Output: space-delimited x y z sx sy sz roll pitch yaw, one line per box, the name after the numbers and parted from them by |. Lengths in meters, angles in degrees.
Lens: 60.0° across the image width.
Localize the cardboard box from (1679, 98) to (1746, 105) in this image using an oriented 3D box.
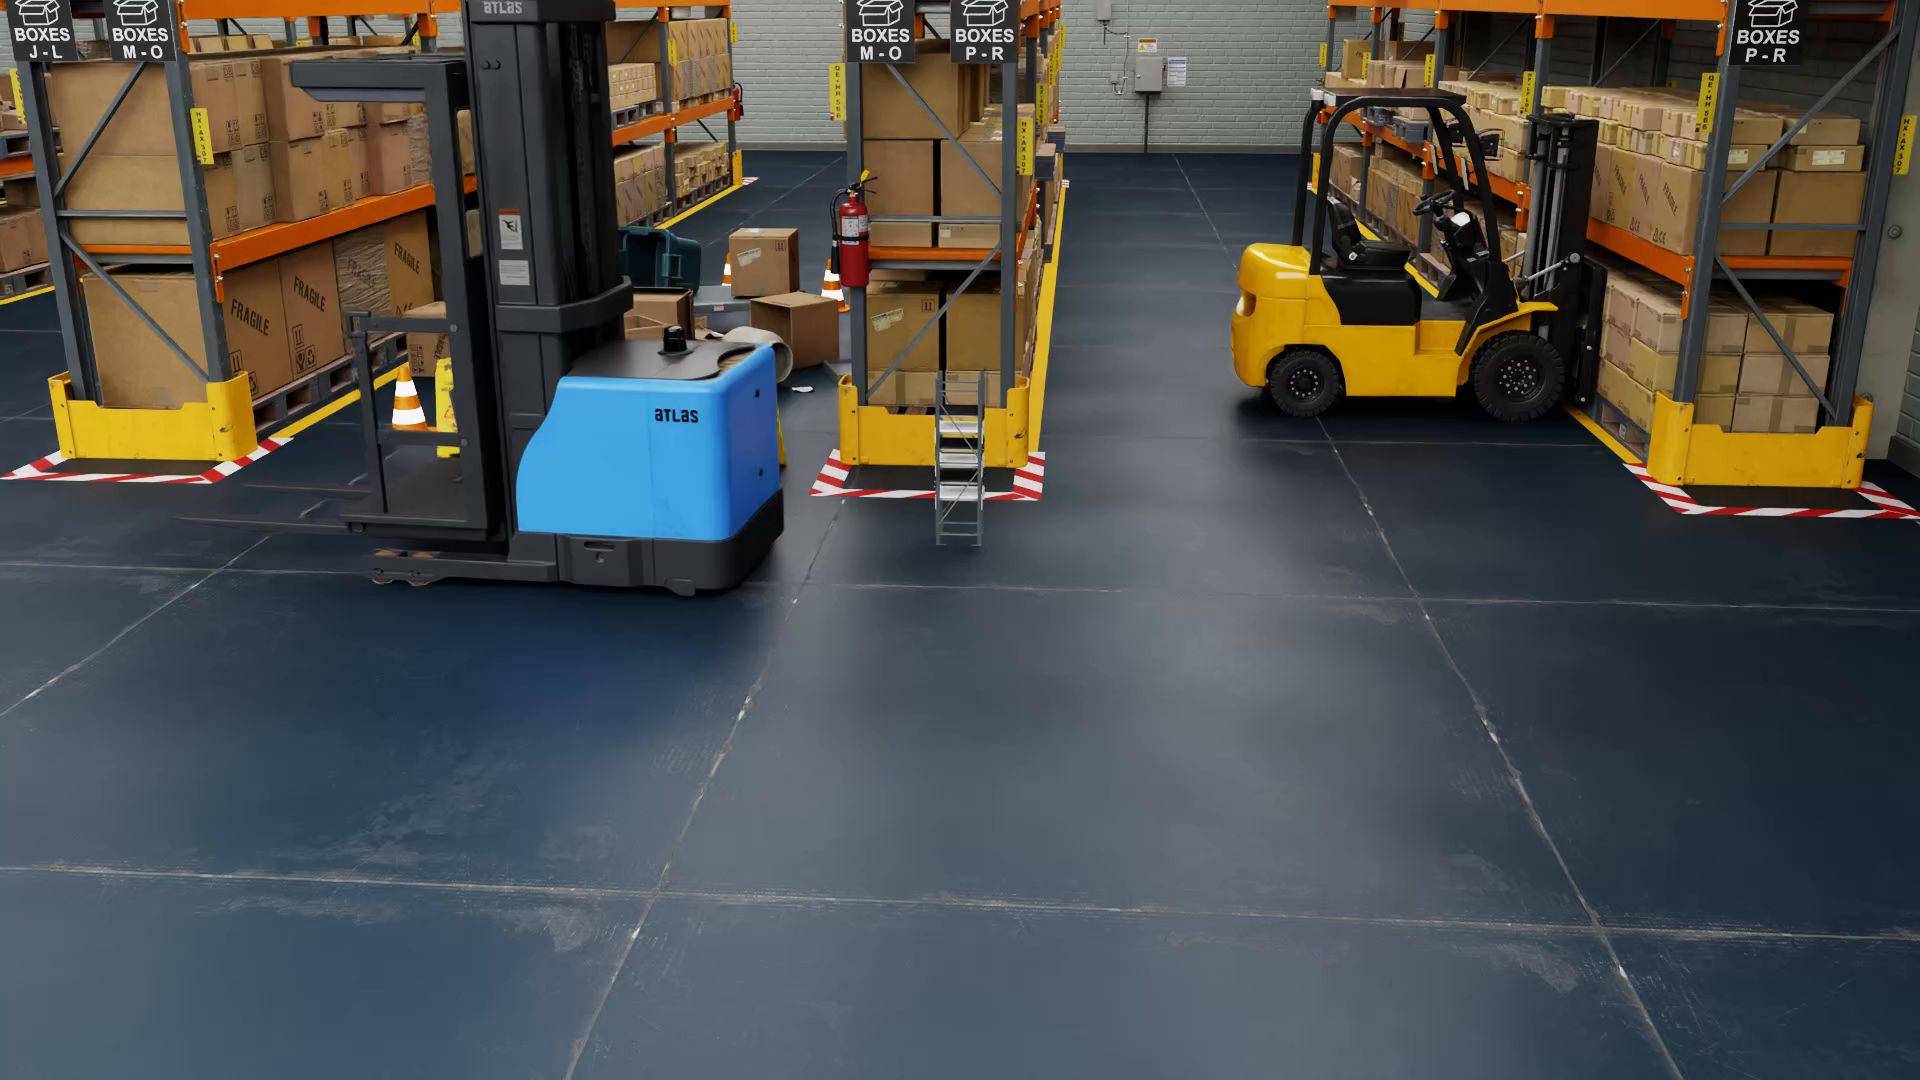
5.179 -2.962 11.465 0.380 0.149 0.250 2 18 5 | cardboard box

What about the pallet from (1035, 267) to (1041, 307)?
0.262 -2.452 16.067 1.003 0.211 1.213 1 18 4 | pallet

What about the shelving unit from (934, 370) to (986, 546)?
0.001 -0.430 8.791 0.258 0.900 0.210 1 18 4 | shelving unit

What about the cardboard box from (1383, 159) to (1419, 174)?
5.407 -4.577 20.372 0.380 0.149 0.250 0 18 1 | cardboard box

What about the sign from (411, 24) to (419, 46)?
-8.361 -7.750 25.517 0.100 0.325 0.005 1 18 4 | sign

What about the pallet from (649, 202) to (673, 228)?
-4.303 -4.152 21.255 1.003 0.211 1.213 1 18 4 | pallet

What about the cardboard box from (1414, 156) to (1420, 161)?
5.909 -4.729 20.837 0.380 0.149 0.250 1 18 2 | cardboard box

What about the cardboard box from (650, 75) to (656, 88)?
-4.080 -5.812 21.096 0.380 0.149 0.250 2 18 6 | cardboard box

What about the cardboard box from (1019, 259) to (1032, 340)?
0.248 -1.732 11.929 0.500 0.500 0.500 2 18 5 | cardboard box

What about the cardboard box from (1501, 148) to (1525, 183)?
4.849 -3.137 13.919 0.500 0.250 0.500 2 18 5 | cardboard box

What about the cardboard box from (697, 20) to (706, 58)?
-3.846 -6.994 23.207 0.500 0.500 0.500 1 18 2 | cardboard box

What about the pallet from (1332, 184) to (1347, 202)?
5.782 -4.798 23.228 1.003 0.211 1.213 1 18 4 | pallet

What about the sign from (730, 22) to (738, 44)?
-3.409 -7.643 25.064 0.100 0.325 0.005 1 18 4 | sign

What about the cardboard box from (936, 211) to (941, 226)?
-0.257 -2.232 11.320 0.380 0.149 0.250 2 18 5 | cardboard box

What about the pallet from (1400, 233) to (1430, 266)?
5.452 -3.194 18.331 1.003 0.211 1.213 1 18 4 | pallet

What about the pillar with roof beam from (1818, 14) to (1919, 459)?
1.442 -4.946 9.567 9.100 9.000 0.400 1 18 4 | pillar with roof beam

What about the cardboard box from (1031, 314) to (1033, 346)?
0.320 -1.693 13.014 0.500 0.250 0.500 1 18 2 | cardboard box

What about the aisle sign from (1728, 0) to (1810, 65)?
4.489 -3.025 9.162 0.394 0.787 0.004 1 18 4 | aisle sign

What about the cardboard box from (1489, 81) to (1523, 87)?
5.539 -4.538 16.753 0.380 0.149 0.250 2 18 6 | cardboard box

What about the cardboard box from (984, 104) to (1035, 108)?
0.339 -3.200 13.235 0.500 0.500 0.500 1 18 3 | cardboard box

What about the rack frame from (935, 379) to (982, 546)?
-0.007 -0.399 8.694 0.240 0.900 0.006 1 18 4 | rack frame

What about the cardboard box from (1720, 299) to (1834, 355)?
5.010 -1.316 10.259 0.500 0.250 0.500 1 18 3 | cardboard box

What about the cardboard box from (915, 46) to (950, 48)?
-0.367 -3.058 11.195 0.700 0.500 0.500 1 18 3 | cardboard box

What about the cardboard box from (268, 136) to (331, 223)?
-4.944 -2.522 11.561 0.875 0.550 0.550 1 18 4 | cardboard box

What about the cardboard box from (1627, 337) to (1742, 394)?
4.510 -1.092 10.377 0.500 0.250 0.500 1 18 3 | cardboard box

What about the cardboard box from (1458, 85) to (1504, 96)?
5.027 -4.306 16.046 0.380 0.149 0.250 1 18 5 | cardboard box

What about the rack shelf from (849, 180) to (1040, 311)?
-0.021 -2.192 11.951 1.077 0.370 4.000 1 18 4 | rack shelf

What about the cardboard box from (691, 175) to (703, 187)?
-3.849 -5.074 23.493 0.380 0.149 0.250 1 18 2 | cardboard box

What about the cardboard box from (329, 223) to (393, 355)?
-4.998 -1.950 12.796 0.875 0.875 0.875 1 18 4 | cardboard box

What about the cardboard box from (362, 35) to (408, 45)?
-8.674 -7.373 25.165 0.500 0.500 0.500 2 18 5 | cardboard box

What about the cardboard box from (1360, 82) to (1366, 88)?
5.441 -5.764 21.459 0.500 0.250 0.500 2 18 5 | cardboard box

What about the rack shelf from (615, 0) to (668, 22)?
-4.392 -6.181 19.308 1.077 0.370 4.000 1 18 4 | rack shelf

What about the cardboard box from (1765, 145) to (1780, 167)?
5.024 -2.337 10.035 0.380 0.149 0.250 1 18 4 | cardboard box

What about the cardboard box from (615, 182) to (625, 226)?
-4.197 -3.859 19.221 0.500 0.500 0.500 1 18 5 | cardboard box

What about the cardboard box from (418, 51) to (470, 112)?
-4.757 -4.071 14.764 0.700 0.500 0.500 1 18 3 | cardboard box

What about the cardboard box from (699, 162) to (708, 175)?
-3.803 -5.289 23.674 0.380 0.149 0.250 1 18 4 | cardboard box

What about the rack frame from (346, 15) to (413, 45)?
-8.902 -7.103 25.784 1.000 3.000 0.127 1 18 4 | rack frame

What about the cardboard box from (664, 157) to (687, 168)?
-3.973 -5.194 22.906 0.380 0.149 0.250 1 18 2 | cardboard box

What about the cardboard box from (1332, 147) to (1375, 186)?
5.696 -5.332 23.717 0.700 0.500 0.500 2 18 6 | cardboard box

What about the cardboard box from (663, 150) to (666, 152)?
-4.413 -5.524 23.914 0.380 0.149 0.250 2 18 5 | cardboard box

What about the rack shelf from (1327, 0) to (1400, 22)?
5.791 -7.235 22.524 1.077 0.370 4.000 1 18 4 | rack shelf

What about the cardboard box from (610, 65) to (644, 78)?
-4.121 -5.789 20.547 0.380 0.149 0.250 1 18 2 | cardboard box

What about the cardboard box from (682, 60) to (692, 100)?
-3.933 -6.210 22.419 0.500 0.500 0.500 1 18 4 | cardboard box

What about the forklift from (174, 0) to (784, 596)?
-2.501 -1.320 8.245 3.031 2.935 1.130 3 18 9 | forklift

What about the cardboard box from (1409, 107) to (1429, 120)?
5.025 -4.581 17.814 0.380 0.149 0.250 2 18 5 | cardboard box

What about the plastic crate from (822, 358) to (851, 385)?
-0.808 -1.298 12.757 0.402 0.080 0.583 -5 19 -15 | plastic crate

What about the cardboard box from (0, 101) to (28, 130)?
-9.325 -4.230 16.558 0.396 0.266 0.258 1 18 2 | cardboard box

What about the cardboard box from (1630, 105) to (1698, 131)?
4.581 -2.735 10.771 0.380 0.149 0.250 2 18 5 | cardboard box

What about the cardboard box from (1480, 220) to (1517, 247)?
5.163 -2.520 14.935 0.875 0.625 0.625 1 18 3 | cardboard box

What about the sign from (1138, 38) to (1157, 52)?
3.408 -9.000 30.245 0.339 0.242 0.001 1 18 4 | sign
